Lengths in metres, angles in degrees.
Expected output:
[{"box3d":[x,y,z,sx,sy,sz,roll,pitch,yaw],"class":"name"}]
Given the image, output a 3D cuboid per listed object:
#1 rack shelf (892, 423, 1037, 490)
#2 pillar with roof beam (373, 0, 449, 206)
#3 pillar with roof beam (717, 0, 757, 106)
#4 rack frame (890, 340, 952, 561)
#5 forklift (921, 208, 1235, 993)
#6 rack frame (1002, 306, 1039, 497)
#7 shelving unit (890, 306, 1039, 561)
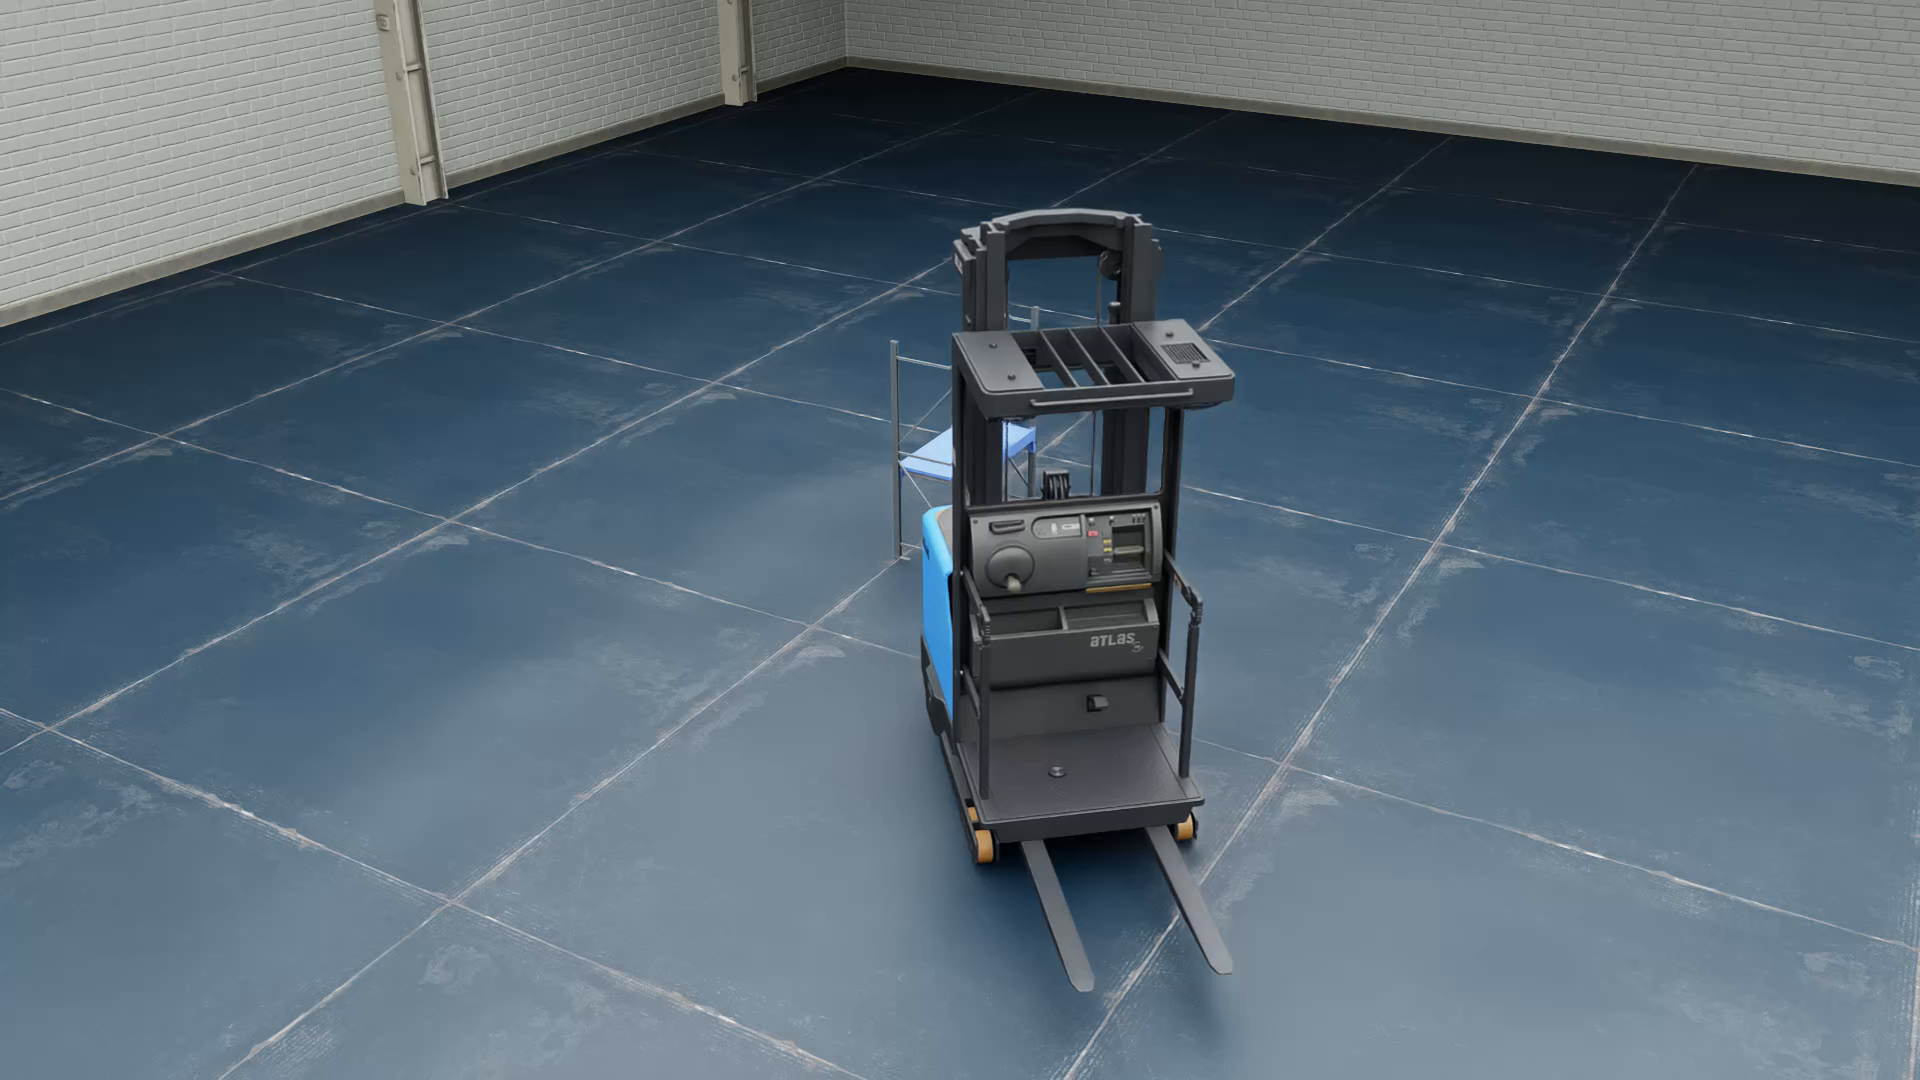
[{"box3d":[0.042,-0.543,10.981,0.538,0.185,1.000,14,30,26],"class":"rack shelf"},{"box3d":[-2.315,-6.940,14.981,9.100,9.000,0.400,14,30,26],"class":"pillar with roof beam"},{"box3d":[0.637,-9.278,19.652,9.100,9.000,0.400,14,30,26],"class":"pillar with roof beam"},{"box3d":[-0.208,-0.506,10.505,0.500,1.500,0.032,14,30,26],"class":"rack frame"},{"box3d":[0.550,0.076,7.743,1.130,2.935,3.031,-5,27,-9],"class":"forklift"},{"box3d":[0.292,-0.902,11.296,0.500,1.500,0.032,14,30,26],"class":"rack frame"},{"box3d":[0.042,-0.704,10.901,0.538,1.500,1.048,14,30,26],"class":"shelving unit"}]
